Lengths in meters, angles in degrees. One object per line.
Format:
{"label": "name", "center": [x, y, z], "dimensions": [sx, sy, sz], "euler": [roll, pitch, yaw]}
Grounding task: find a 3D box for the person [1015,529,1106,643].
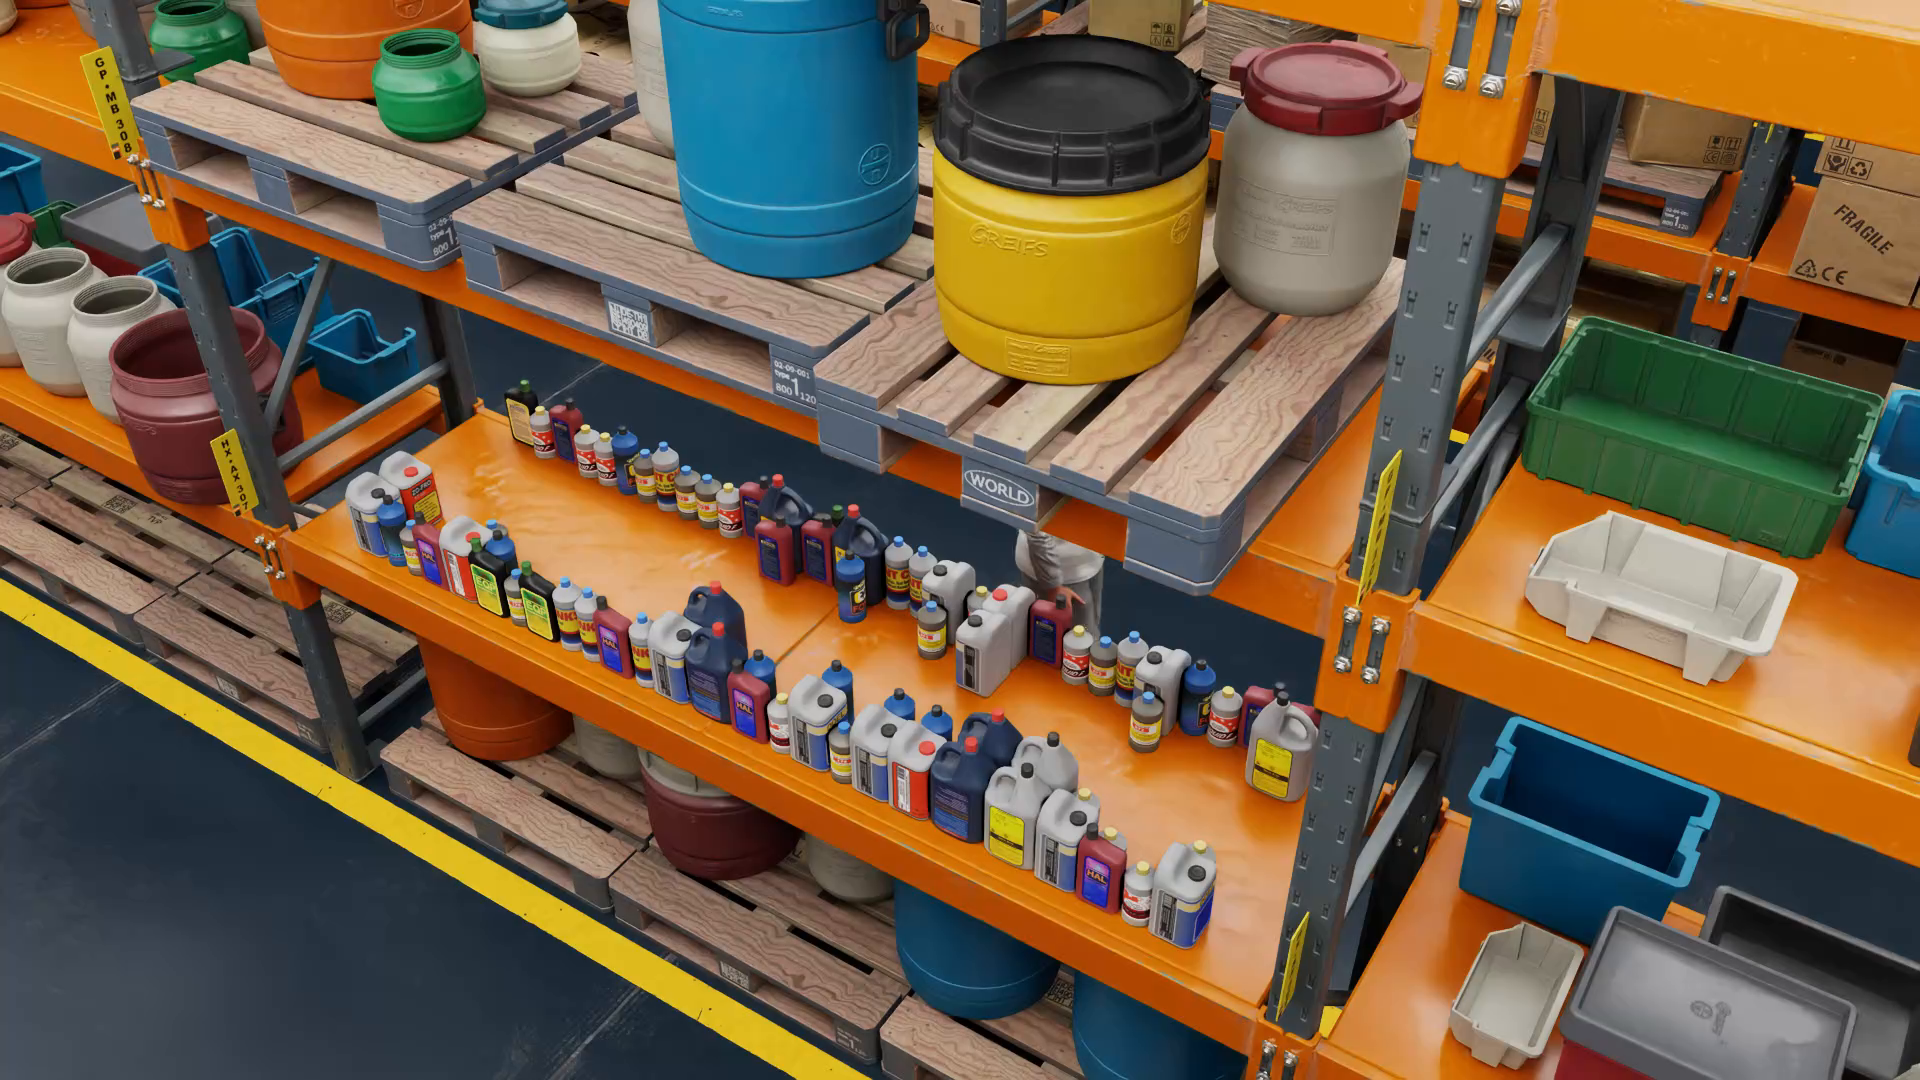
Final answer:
{"label": "person", "center": [0.416, 0.056, 6.559], "dimensions": [0.410, 1.769, 0.548], "euler": [12, 40, 15]}
